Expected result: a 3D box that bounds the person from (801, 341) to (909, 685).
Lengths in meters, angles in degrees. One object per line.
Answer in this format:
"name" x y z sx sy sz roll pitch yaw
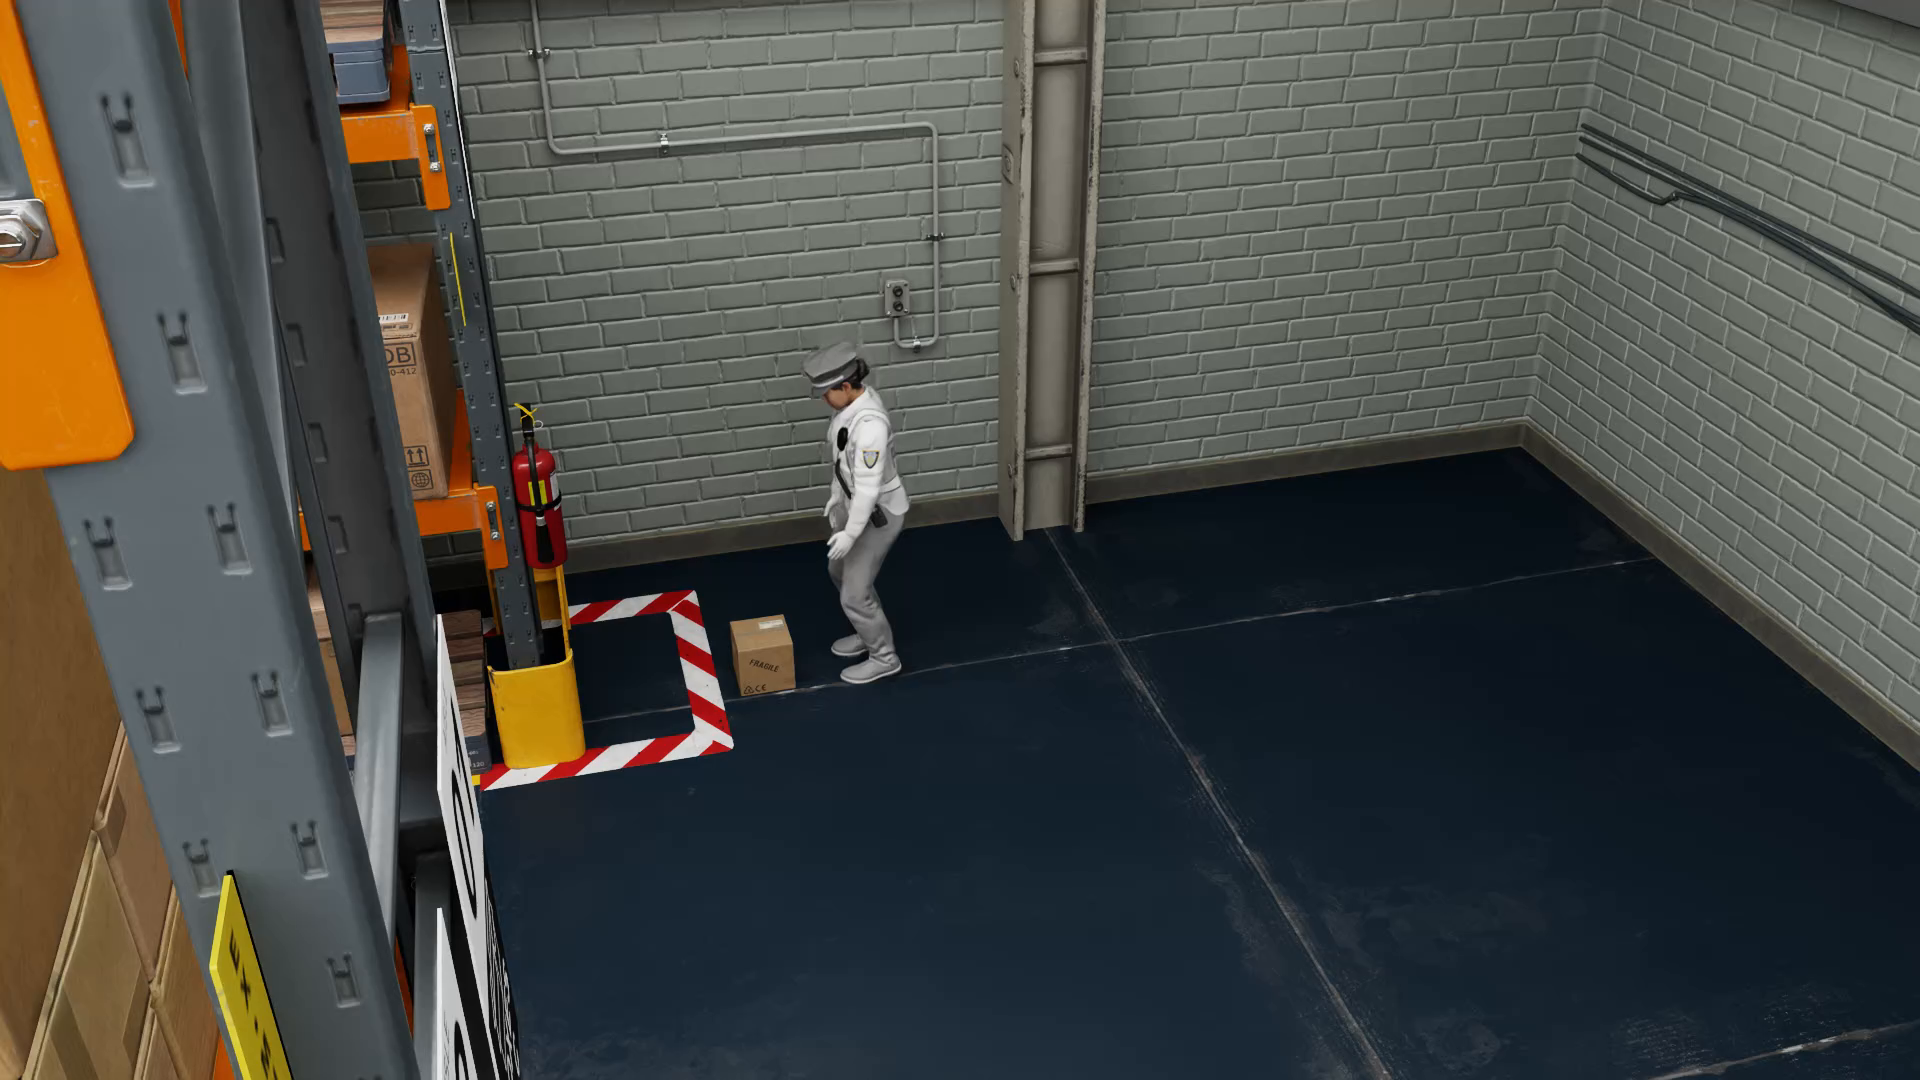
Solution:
"person" -0.449 -0.109 7.365 0.446 1.626 0.500 -7 31 -12
